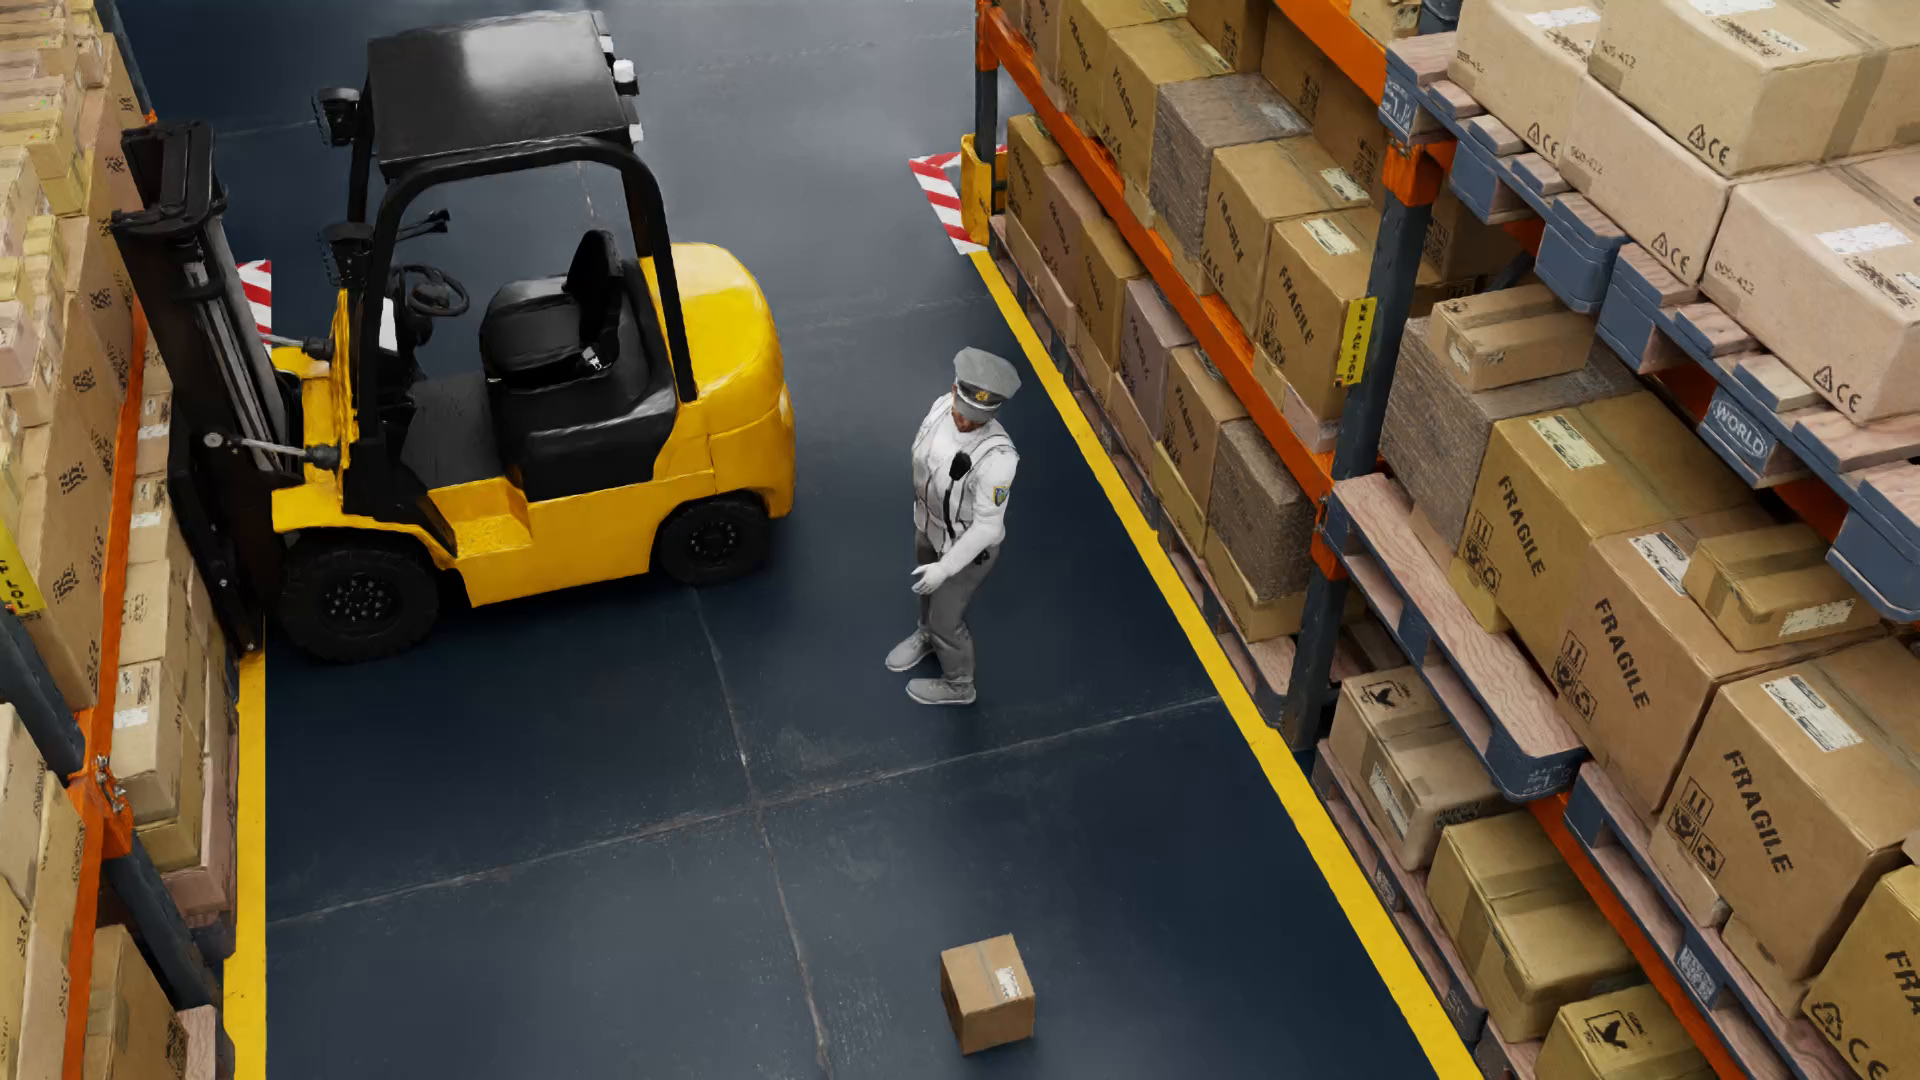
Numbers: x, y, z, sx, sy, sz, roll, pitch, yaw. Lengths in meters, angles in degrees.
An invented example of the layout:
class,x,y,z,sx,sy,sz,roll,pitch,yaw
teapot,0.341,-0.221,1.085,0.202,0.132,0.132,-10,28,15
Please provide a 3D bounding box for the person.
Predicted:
class,x,y,z,sx,sy,sz,roll,pitch,yaw
person,-0.048,-0.017,6.182,0.449,1.670,0.569,-22,47,-22
